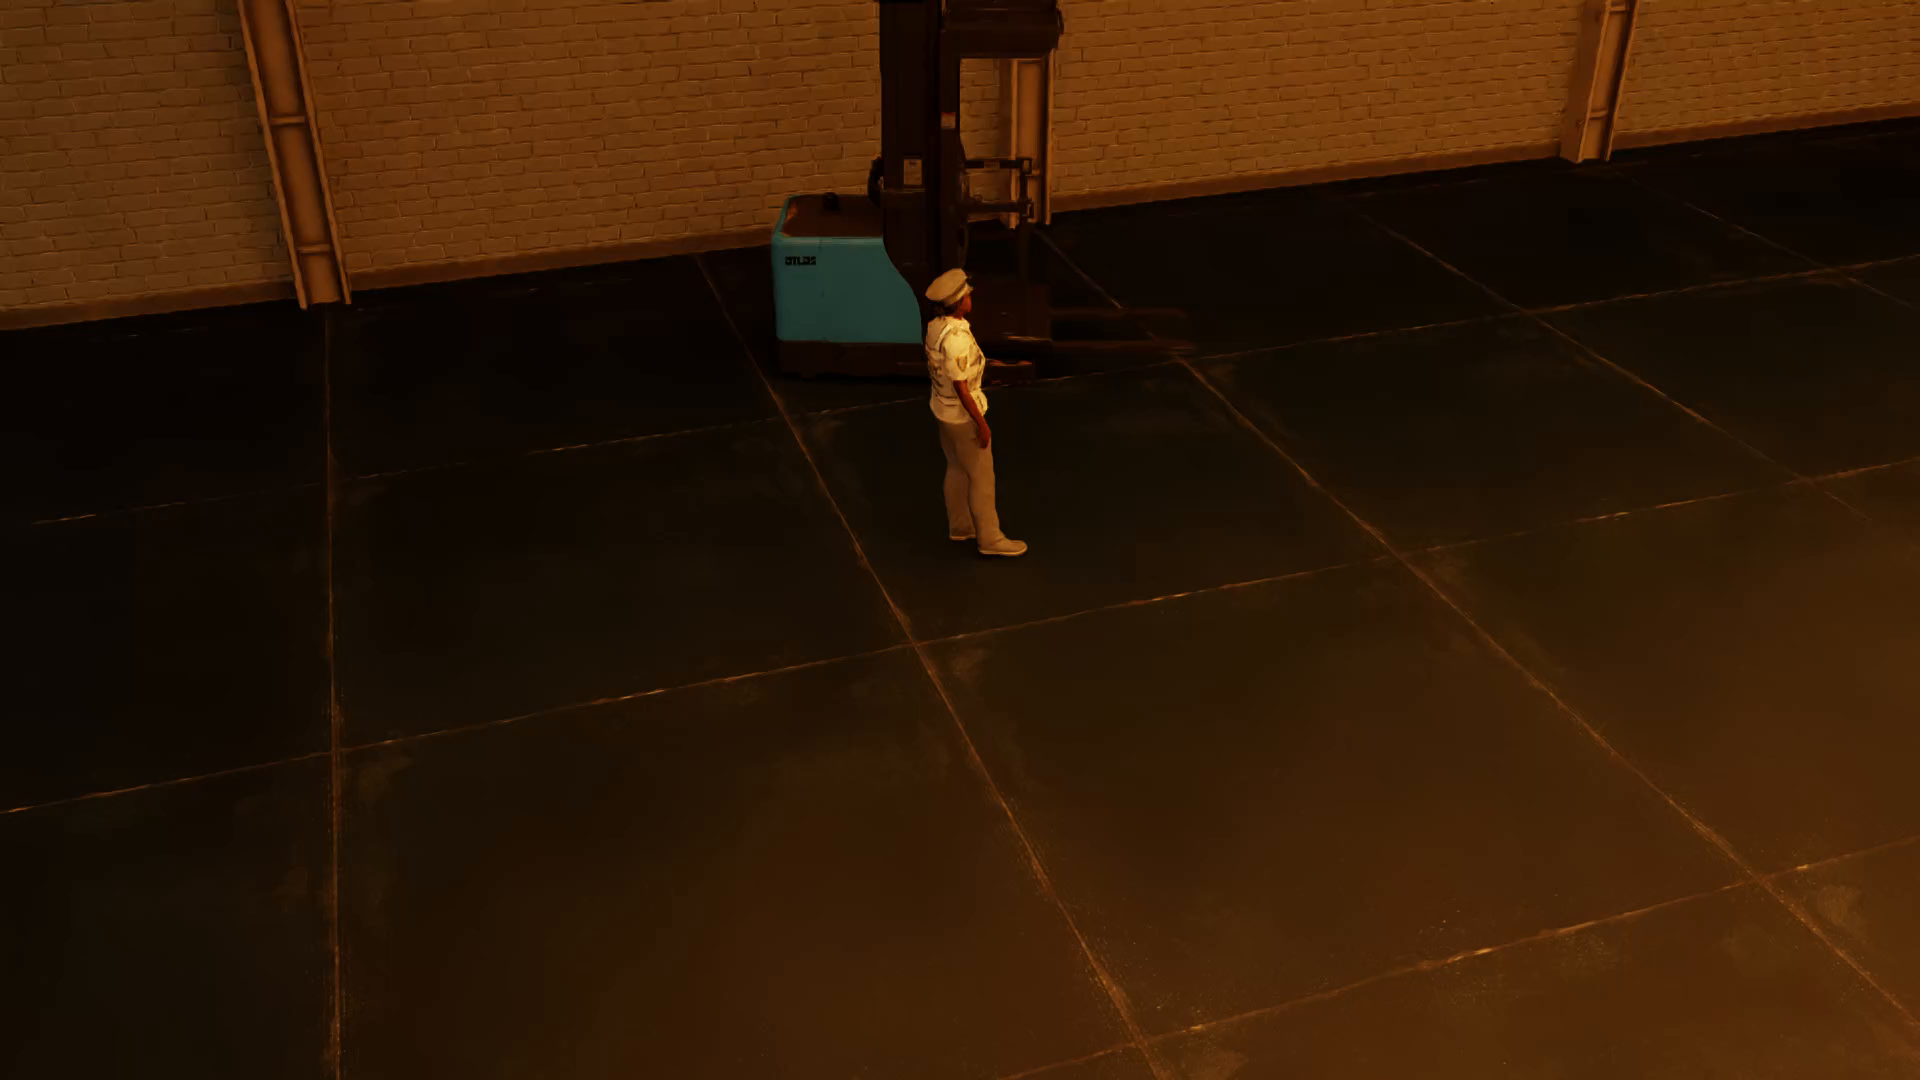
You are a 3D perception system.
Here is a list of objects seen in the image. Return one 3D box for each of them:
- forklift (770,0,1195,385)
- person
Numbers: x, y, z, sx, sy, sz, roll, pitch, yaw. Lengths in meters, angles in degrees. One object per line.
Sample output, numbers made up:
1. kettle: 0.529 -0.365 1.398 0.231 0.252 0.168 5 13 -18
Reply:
1. forklift: 0.191 -2.658 11.706 3.031 2.935 1.130 1 30 1
2. person: 0.077 -0.744 9.604 0.529 1.695 0.570 -10 31 -16
